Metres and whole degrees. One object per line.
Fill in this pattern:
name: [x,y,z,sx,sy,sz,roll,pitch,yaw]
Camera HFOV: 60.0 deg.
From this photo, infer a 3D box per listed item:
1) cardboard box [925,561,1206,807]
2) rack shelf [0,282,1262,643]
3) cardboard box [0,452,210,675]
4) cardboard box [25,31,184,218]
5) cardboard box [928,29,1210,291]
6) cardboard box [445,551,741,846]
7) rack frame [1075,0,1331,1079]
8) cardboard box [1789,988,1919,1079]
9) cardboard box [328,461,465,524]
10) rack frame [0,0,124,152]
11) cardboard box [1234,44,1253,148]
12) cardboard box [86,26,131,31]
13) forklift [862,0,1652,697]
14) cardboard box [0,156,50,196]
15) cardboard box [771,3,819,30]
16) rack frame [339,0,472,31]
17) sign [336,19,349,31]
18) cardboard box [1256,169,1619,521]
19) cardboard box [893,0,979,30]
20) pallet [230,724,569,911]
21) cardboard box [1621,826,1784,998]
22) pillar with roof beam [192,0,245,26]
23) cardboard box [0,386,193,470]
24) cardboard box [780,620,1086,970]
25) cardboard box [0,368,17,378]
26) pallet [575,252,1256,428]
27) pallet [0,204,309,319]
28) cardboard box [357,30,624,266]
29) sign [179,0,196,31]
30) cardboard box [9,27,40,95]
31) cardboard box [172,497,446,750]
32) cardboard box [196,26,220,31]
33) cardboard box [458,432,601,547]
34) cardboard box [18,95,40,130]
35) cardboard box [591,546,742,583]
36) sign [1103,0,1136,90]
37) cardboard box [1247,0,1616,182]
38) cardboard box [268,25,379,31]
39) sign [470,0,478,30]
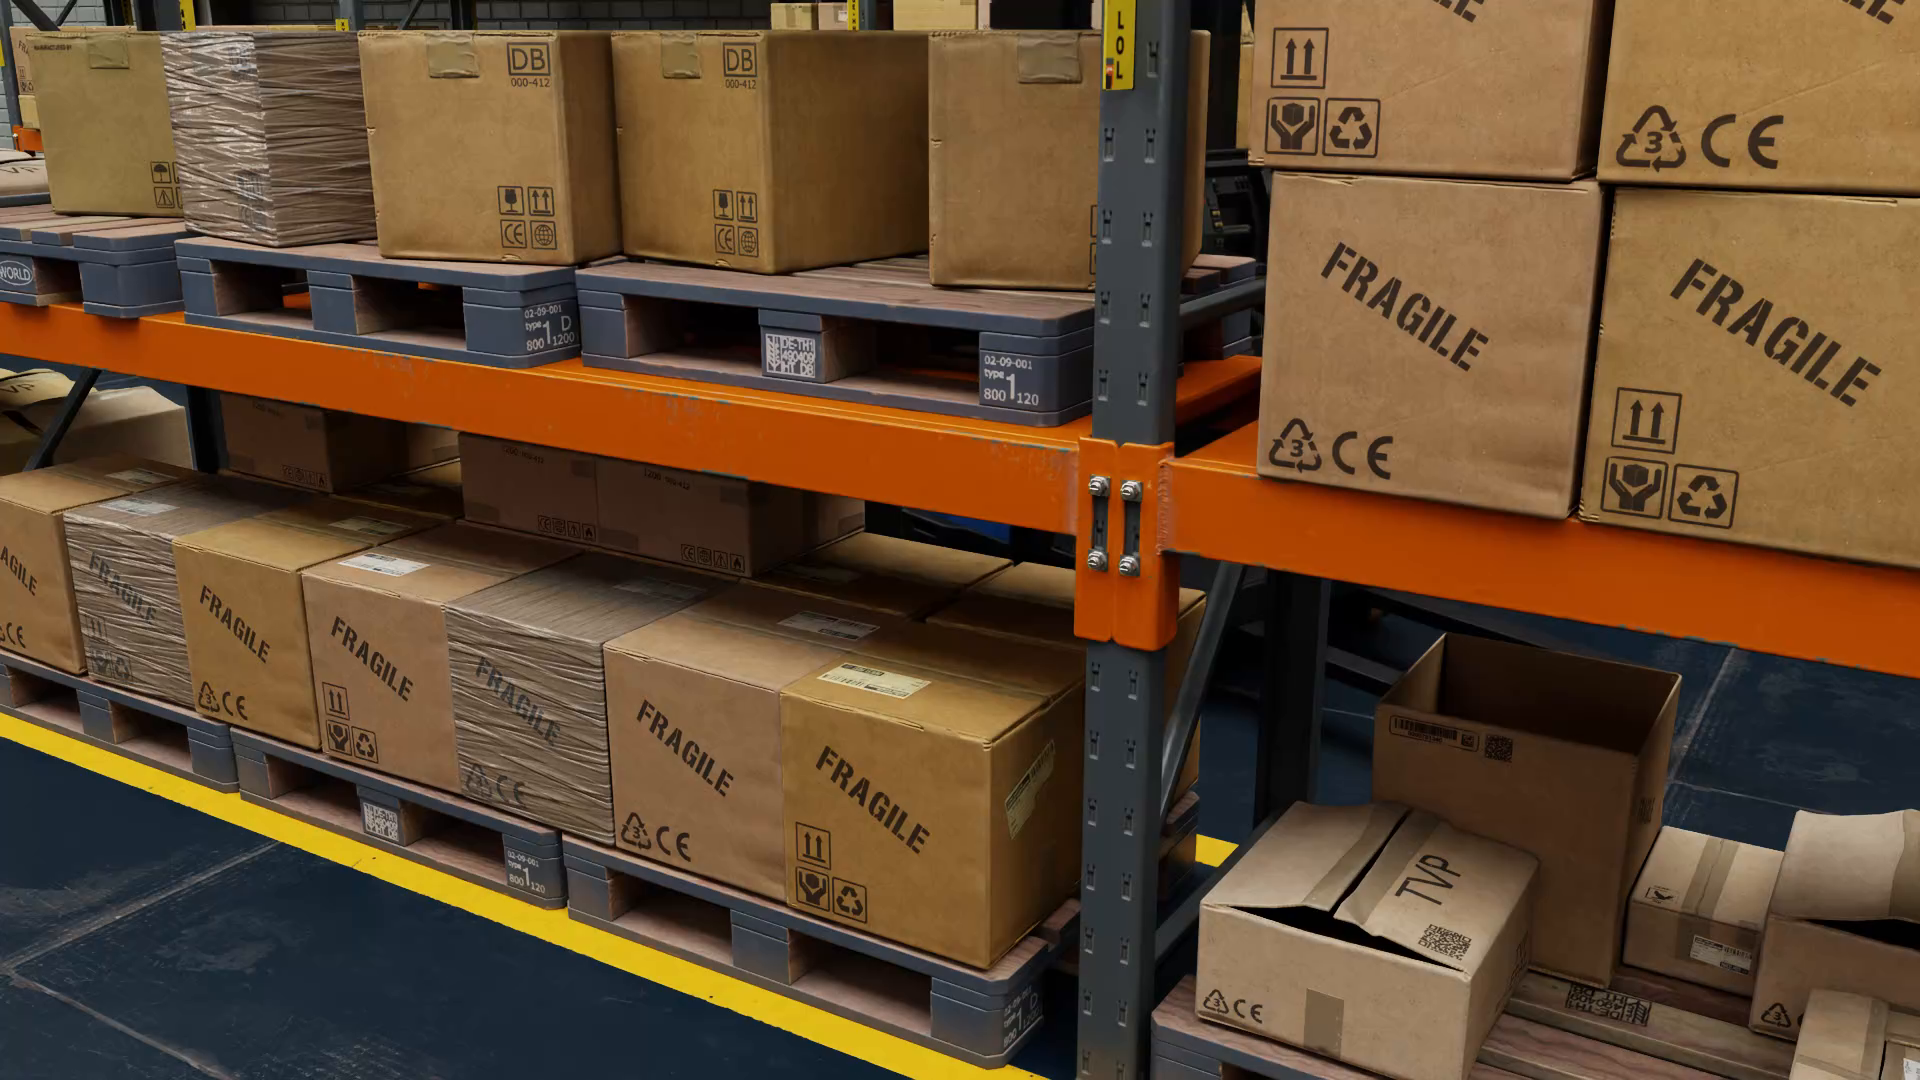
cardboard box: [0.256,0.390,3.981,0.500,0.500,0.500,9,19,28]
rack shelf: [-1.163,-0.422,4.347,4.000,0.370,1.077,10,20,30]
cardboard box: [-2.629,0.055,5.082,0.500,0.500,0.500,11,20,32]
cardboard box: [-2.272,-1.251,4.945,0.500,0.500,0.700,4,17,12]
cardboard box: [0.254,-0.838,3.585,0.500,0.500,0.700,4,17,12]
cardboard box: [-0.874,0.366,4.060,0.500,0.500,0.500,10,20,31]
rack frame: [0.541,-0.462,3.241,0.127,3.000,1.000,10,20,30]
cardboard box: [1.528,0.930,2.777,0.250,0.166,0.380,10,20,30]
cardboard box: [-1.507,0.078,5.007,0.500,0.500,0.500,9,19,28]
rack frame: [-7.095,-3.515,13.291,0.127,3.000,1.000,10,20,30]
cardboard box: [1.313,-2.125,7.998,0.500,0.500,0.500,11,20,32]
cardboard box: [-5.993,-3.506,12.197,0.500,0.500,0.500,9,19,28]
forklift: [0.853,-1.081,5.397,1.130,2.935,3.031,-13,21,-36]
cardboard box: [-3.155,-1.094,5.475,0.500,0.311,0.500,12,20,33]
cardboard box: [-0.870,-2.957,9.409,0.250,0.149,0.380,7,18,21]
rack frame: [-3.687,-2.906,11.288,0.127,3.000,1.000,10,20,30]
sign: [-3.964,-3.185,10.716,0.005,0.325,0.100,10,20,30]
cardboard box: [0.833,-0.365,2.749,0.500,0.500,0.500,11,20,31]
cardboard box: [-0.002,-2.719,8.663,0.500,0.250,0.500,11,20,31]
pallet: [-1.216,0.573,4.633,1.213,0.211,1.003,10,20,30]
cardboard box: [1.526,0.750,3.398,0.250,0.149,0.380,10,20,30]
pillar with roof beam: [-8.299,-5.427,9.263,0.400,9.000,9.100,10,20,30]
cardboard box: [-3.160,-0.376,6.003,0.500,0.311,0.500,11,20,32]
cardboard box: [-0.030,0.520,3.554,0.500,0.500,0.500,10,20,30]
cardboard box: [-4.046,-0.532,6.516,0.500,0.311,0.500,10,19,29]
pallet: [-0.083,-0.519,3.758,1.213,0.211,1.003,10,20,30]
pallet: [-2.253,-0.893,4.990,1.003,0.211,1.213,10,20,30]
cardboard box: [-0.997,-0.964,4.000,0.500,0.500,0.700,5,18,16]
sign: [-2.592,-1.722,5.534,0.005,0.325,0.100,10,20,30]
cardboard box: [-6.846,-3.664,12.716,0.500,0.500,0.500,10,20,30]
cardboard box: [-1.755,0.211,4.569,0.500,0.500,0.500,10,19,29]
cardboard box: [-5.103,-3.352,11.688,0.500,0.500,0.500,9,19,28]
cardboard box: [-1.024,-0.197,4.624,0.500,0.250,0.500,10,19,29]
cardboard box: [-6.846,-3.300,12.806,0.500,0.250,0.500,9,19,28]
cardboard box: [-0.626,0.233,4.496,0.500,0.500,0.500,10,20,31]
sign: [0.253,-0.878,2.618,0.005,0.325,0.100,10,20,30]
cardboard box: [0.795,-0.847,2.616,0.500,0.500,0.500,11,20,31]
cardboard box: [-4.252,-3.198,11.182,0.500,0.500,0.500,10,20,30]
sign: [-3.399,-3.598,11.574,0.005,0.325,0.100,10,20,30]
